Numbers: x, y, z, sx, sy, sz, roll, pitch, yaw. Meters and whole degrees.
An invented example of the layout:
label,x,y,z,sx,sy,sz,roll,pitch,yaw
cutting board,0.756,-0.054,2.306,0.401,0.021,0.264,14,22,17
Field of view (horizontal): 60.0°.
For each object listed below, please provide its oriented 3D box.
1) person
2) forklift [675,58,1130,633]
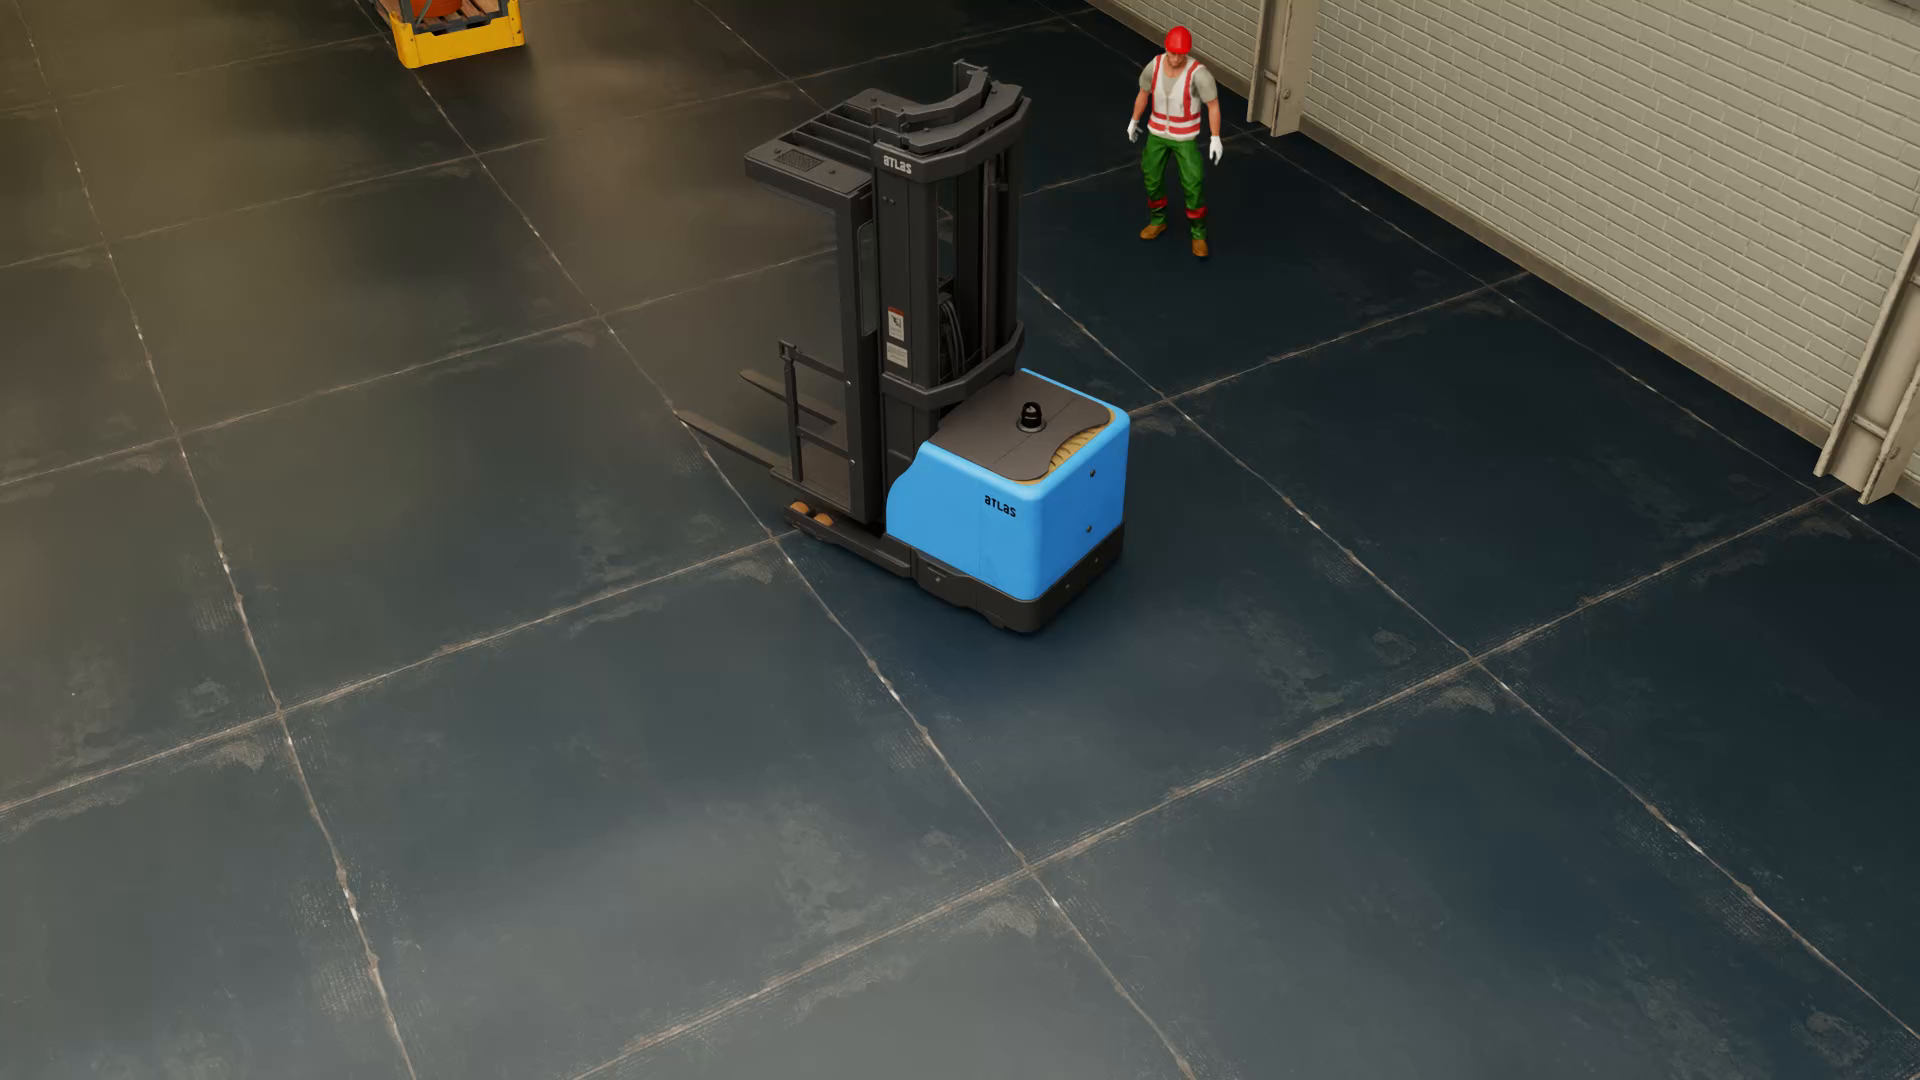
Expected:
label,x,y,z,sx,sy,sz,roll,pitch,yaw
person,1.624,-3.070,12.662,0.818,1.752,0.420,18,43,20
forklift,-0.481,-1.366,9.683,3.031,2.935,1.130,26,46,28
